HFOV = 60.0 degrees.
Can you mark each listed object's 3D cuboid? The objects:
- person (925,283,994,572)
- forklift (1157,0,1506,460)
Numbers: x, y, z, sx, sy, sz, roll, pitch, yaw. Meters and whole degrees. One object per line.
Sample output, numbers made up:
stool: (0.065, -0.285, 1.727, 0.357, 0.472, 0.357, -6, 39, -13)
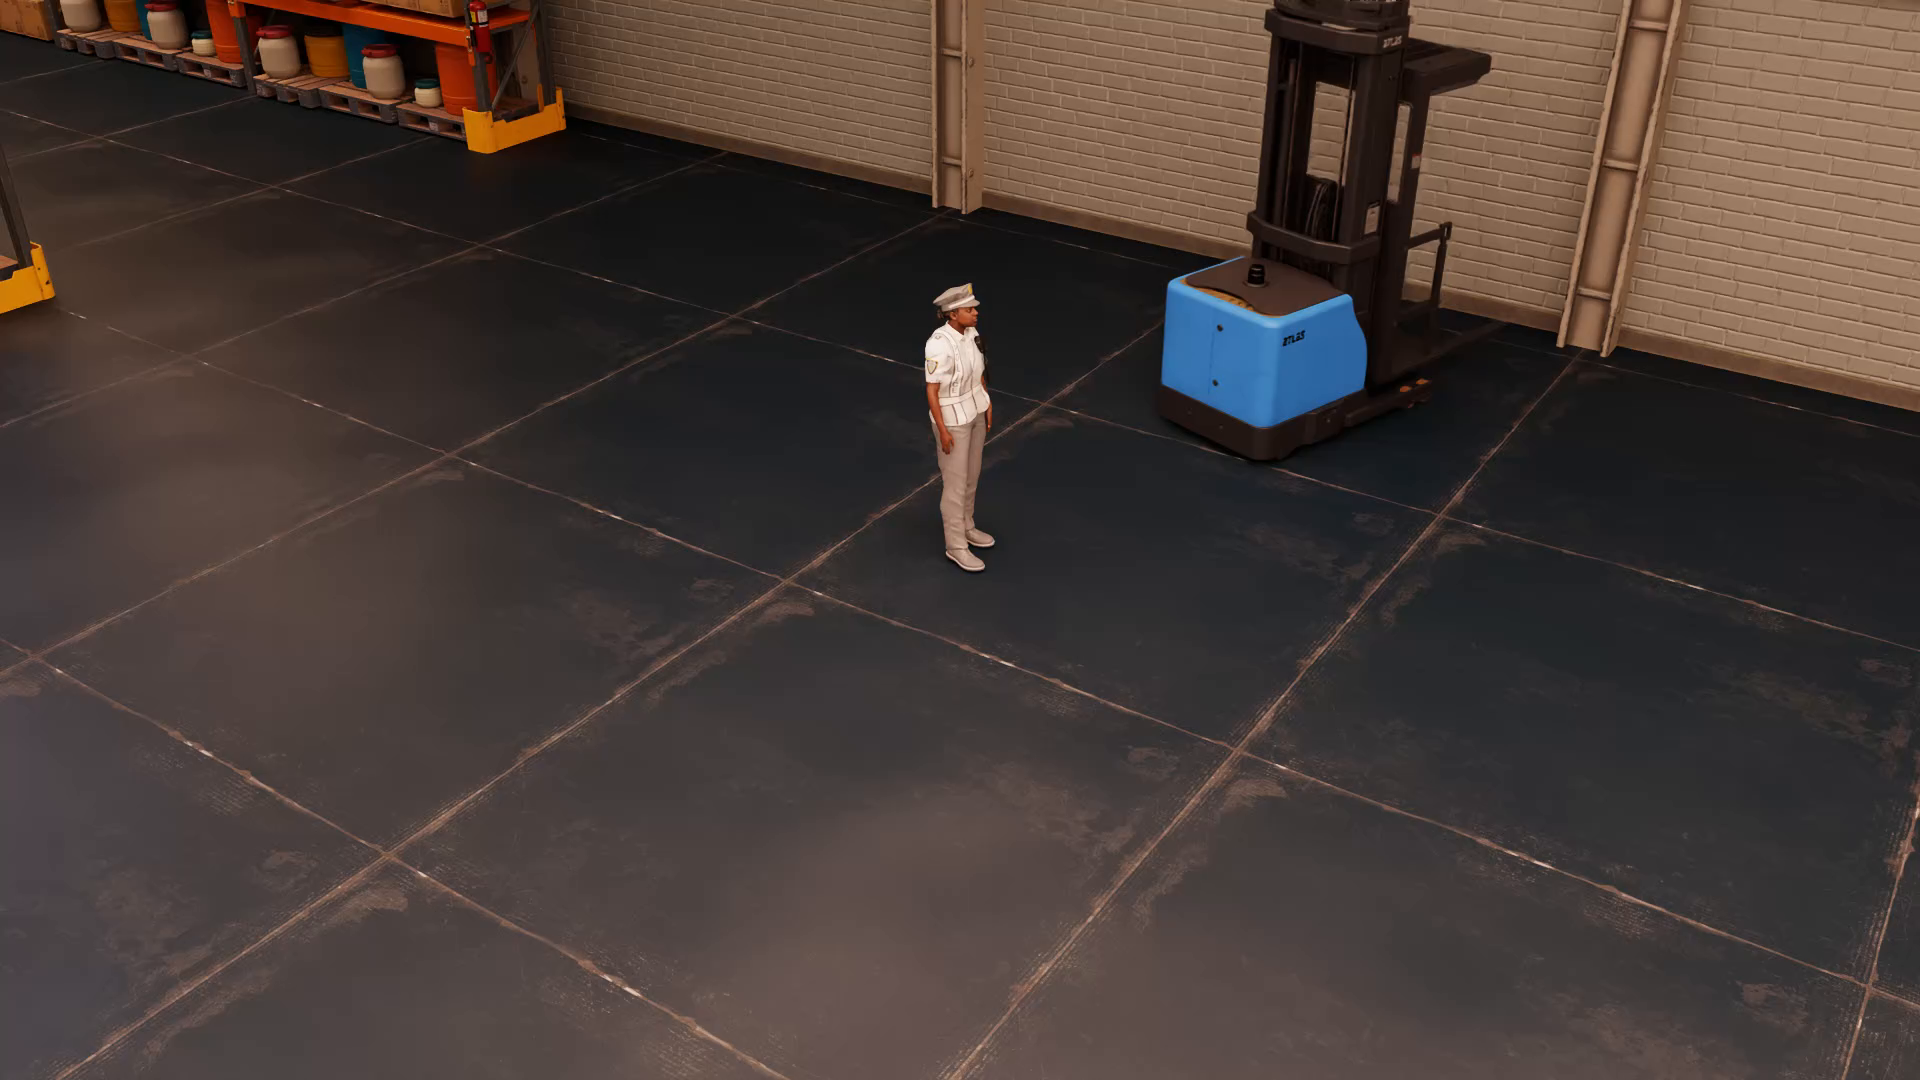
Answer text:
person: (0.052, -0.710, 10.020, 0.528, 1.697, 0.570, 19, 35, 29)
forklift: (2.874, -2.409, 11.730, 3.031, 2.935, 1.130, -22, 37, -33)
